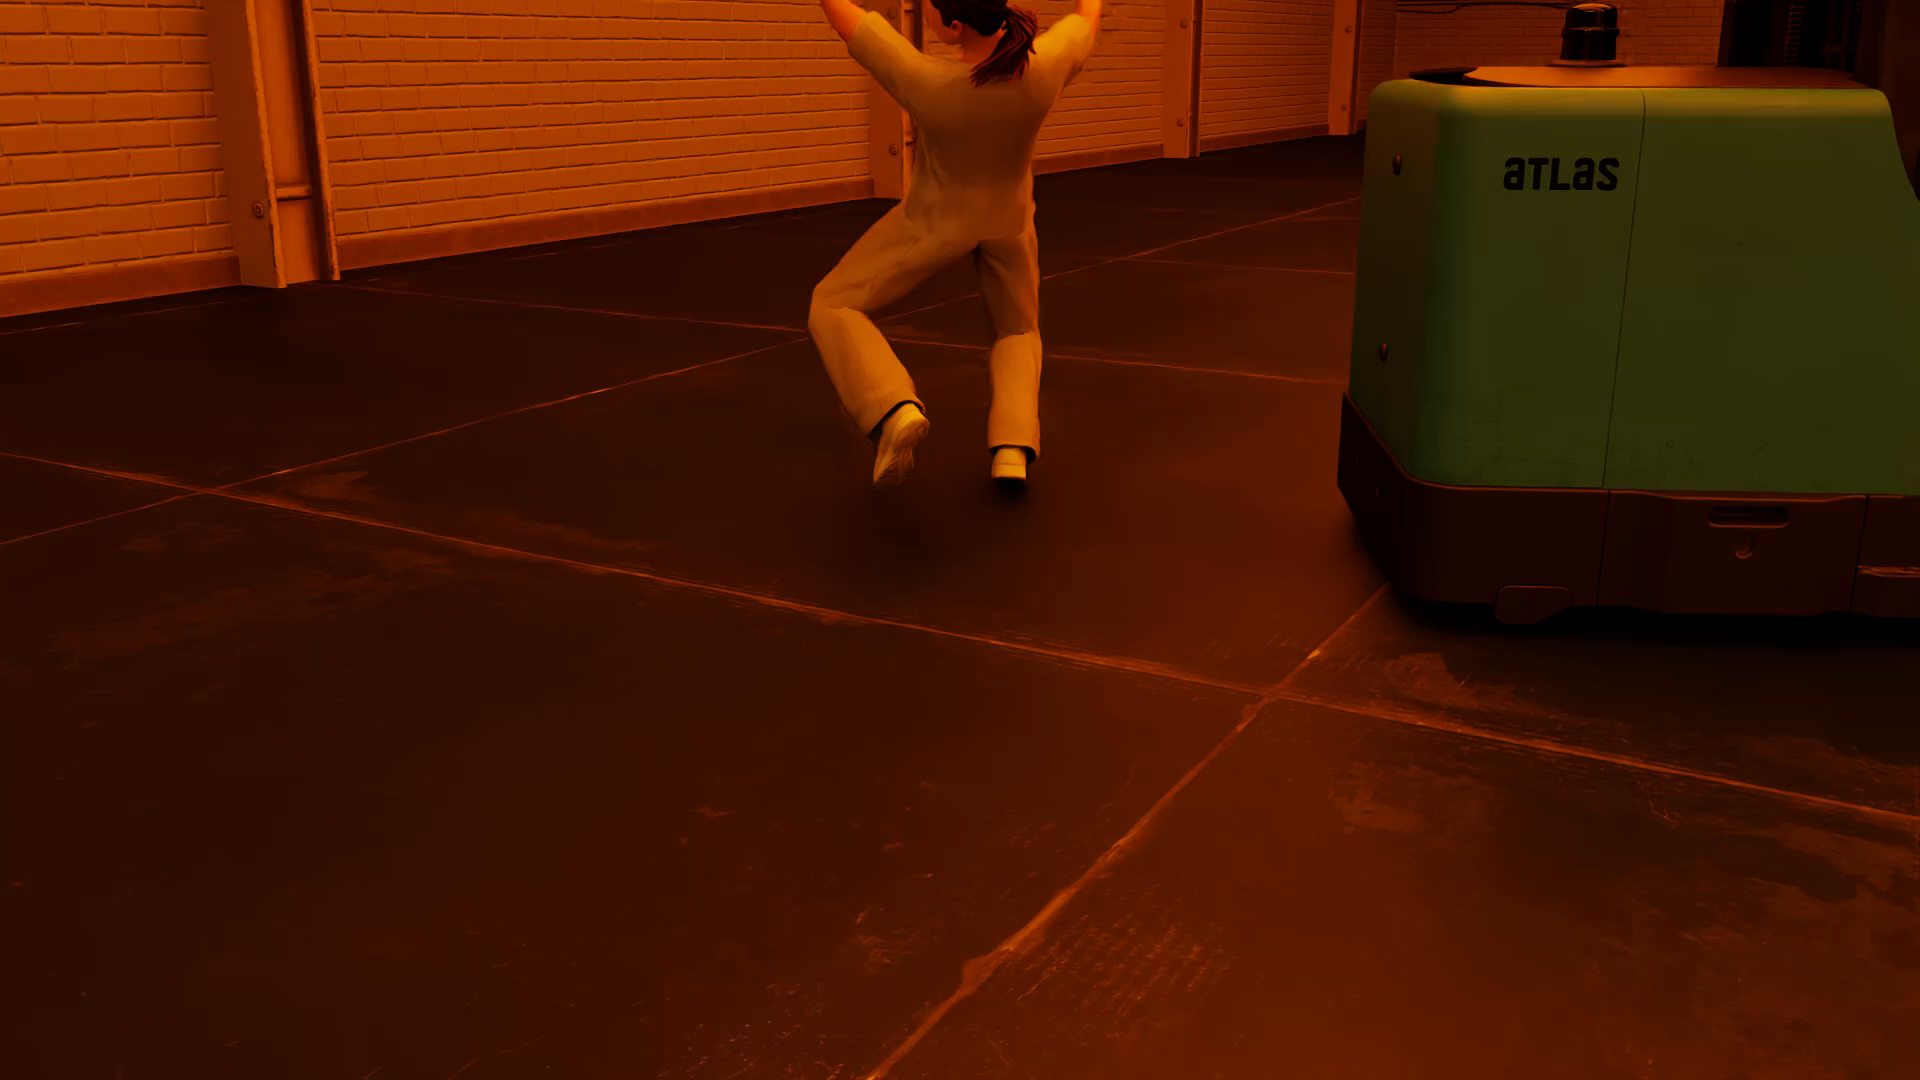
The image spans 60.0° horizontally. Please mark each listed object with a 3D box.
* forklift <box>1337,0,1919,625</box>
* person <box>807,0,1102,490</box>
[{"bbox_3d":[2.446,-1.327,3.357,3.031,2.935,1.130,1,16,4],"label":"forklift"},{"bbox_3d":[0.052,-0.896,4.285,0.880,1.556,0.692,-5,17,-18],"label":"person"}]
